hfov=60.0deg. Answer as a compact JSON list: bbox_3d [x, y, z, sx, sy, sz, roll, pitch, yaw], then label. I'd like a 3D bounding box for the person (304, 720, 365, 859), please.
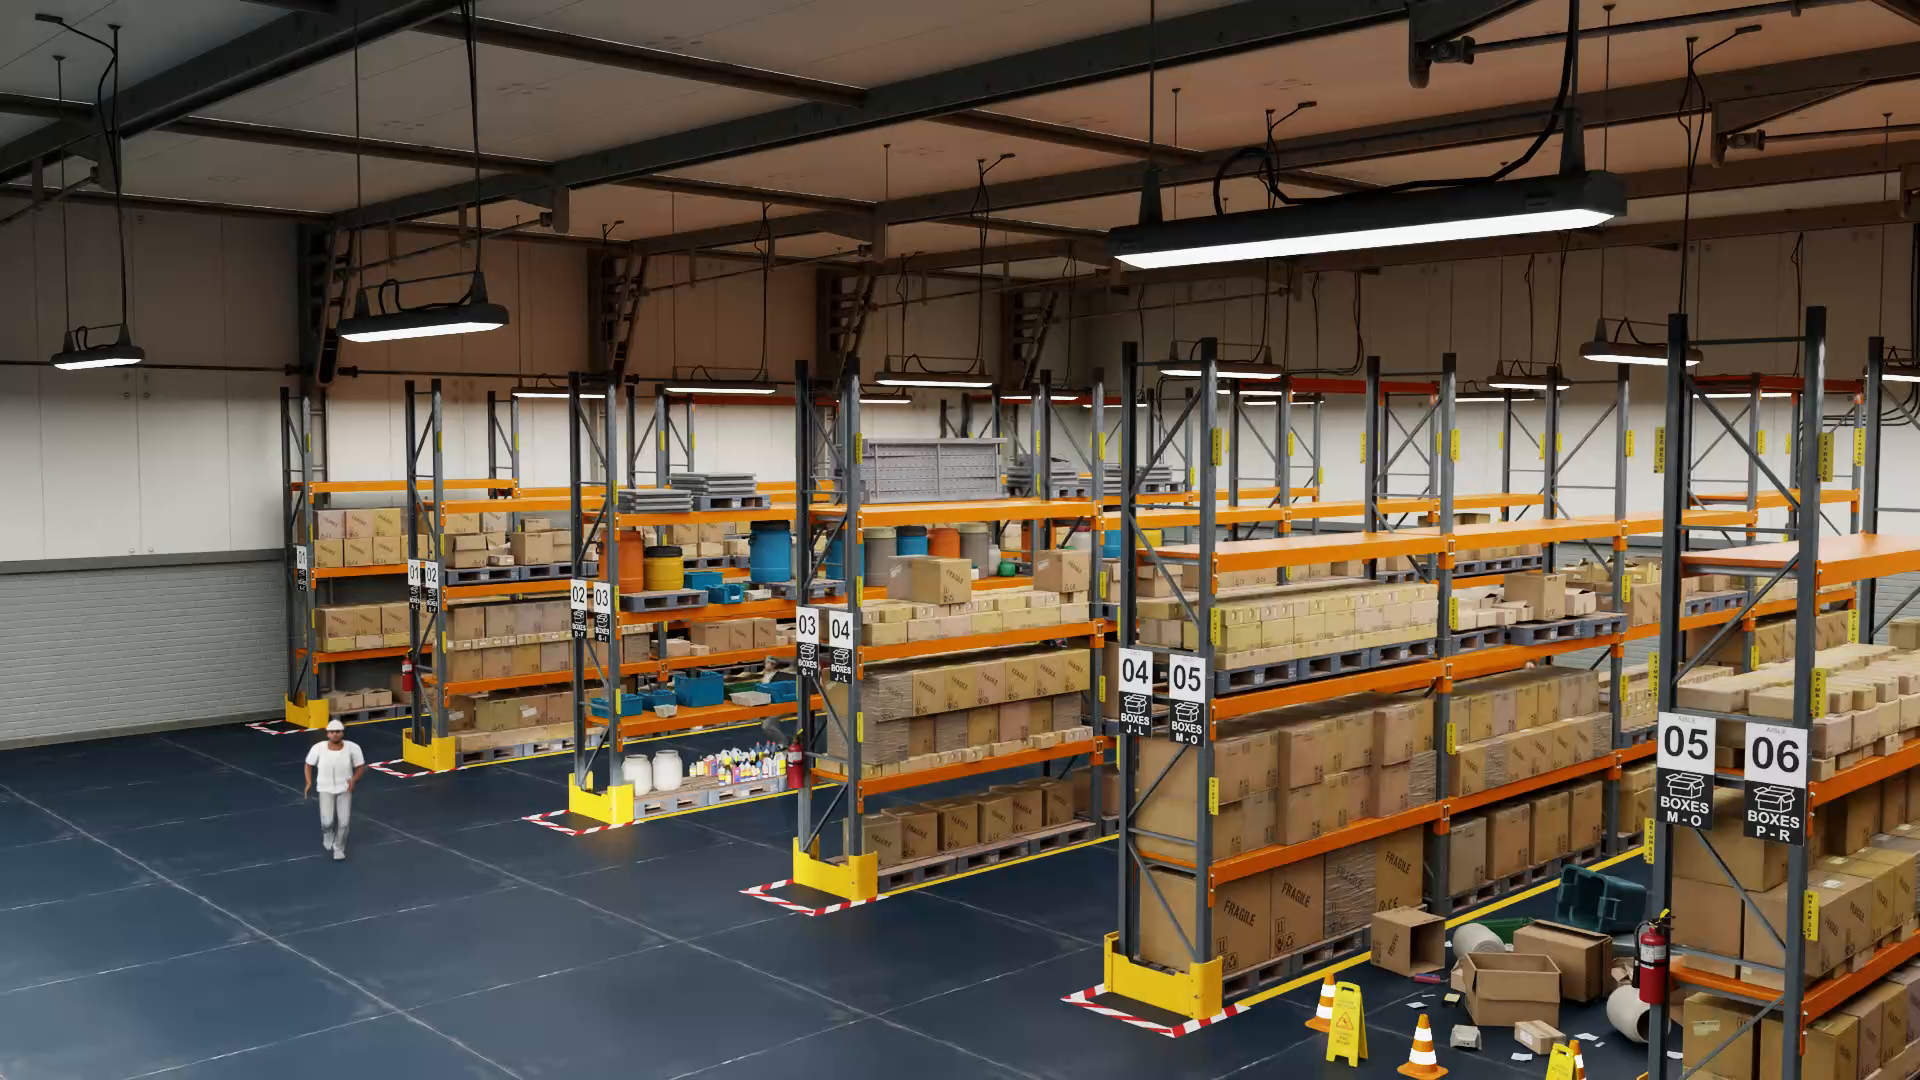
[{"bbox_3d":[-7.554,3.022,20.101,0.694,1.711,0.620,-1,4,-19],"label":"person"}]

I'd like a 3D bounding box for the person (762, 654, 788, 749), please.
[{"bbox_3d":[-2.959,2.644,26.440,0.728,1.644,0.634,-3,5,-39],"label":"person"}]

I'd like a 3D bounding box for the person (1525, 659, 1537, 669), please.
[{"bbox_3d":[9.001,2.683,26.214,0.567,1.622,0.579,3,5,40],"label":"person"}]

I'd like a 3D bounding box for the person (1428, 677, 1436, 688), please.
[{"bbox_3d":[6.935,2.791,24.165,0.659,1.774,0.602,3,5,41],"label":"person"}]
